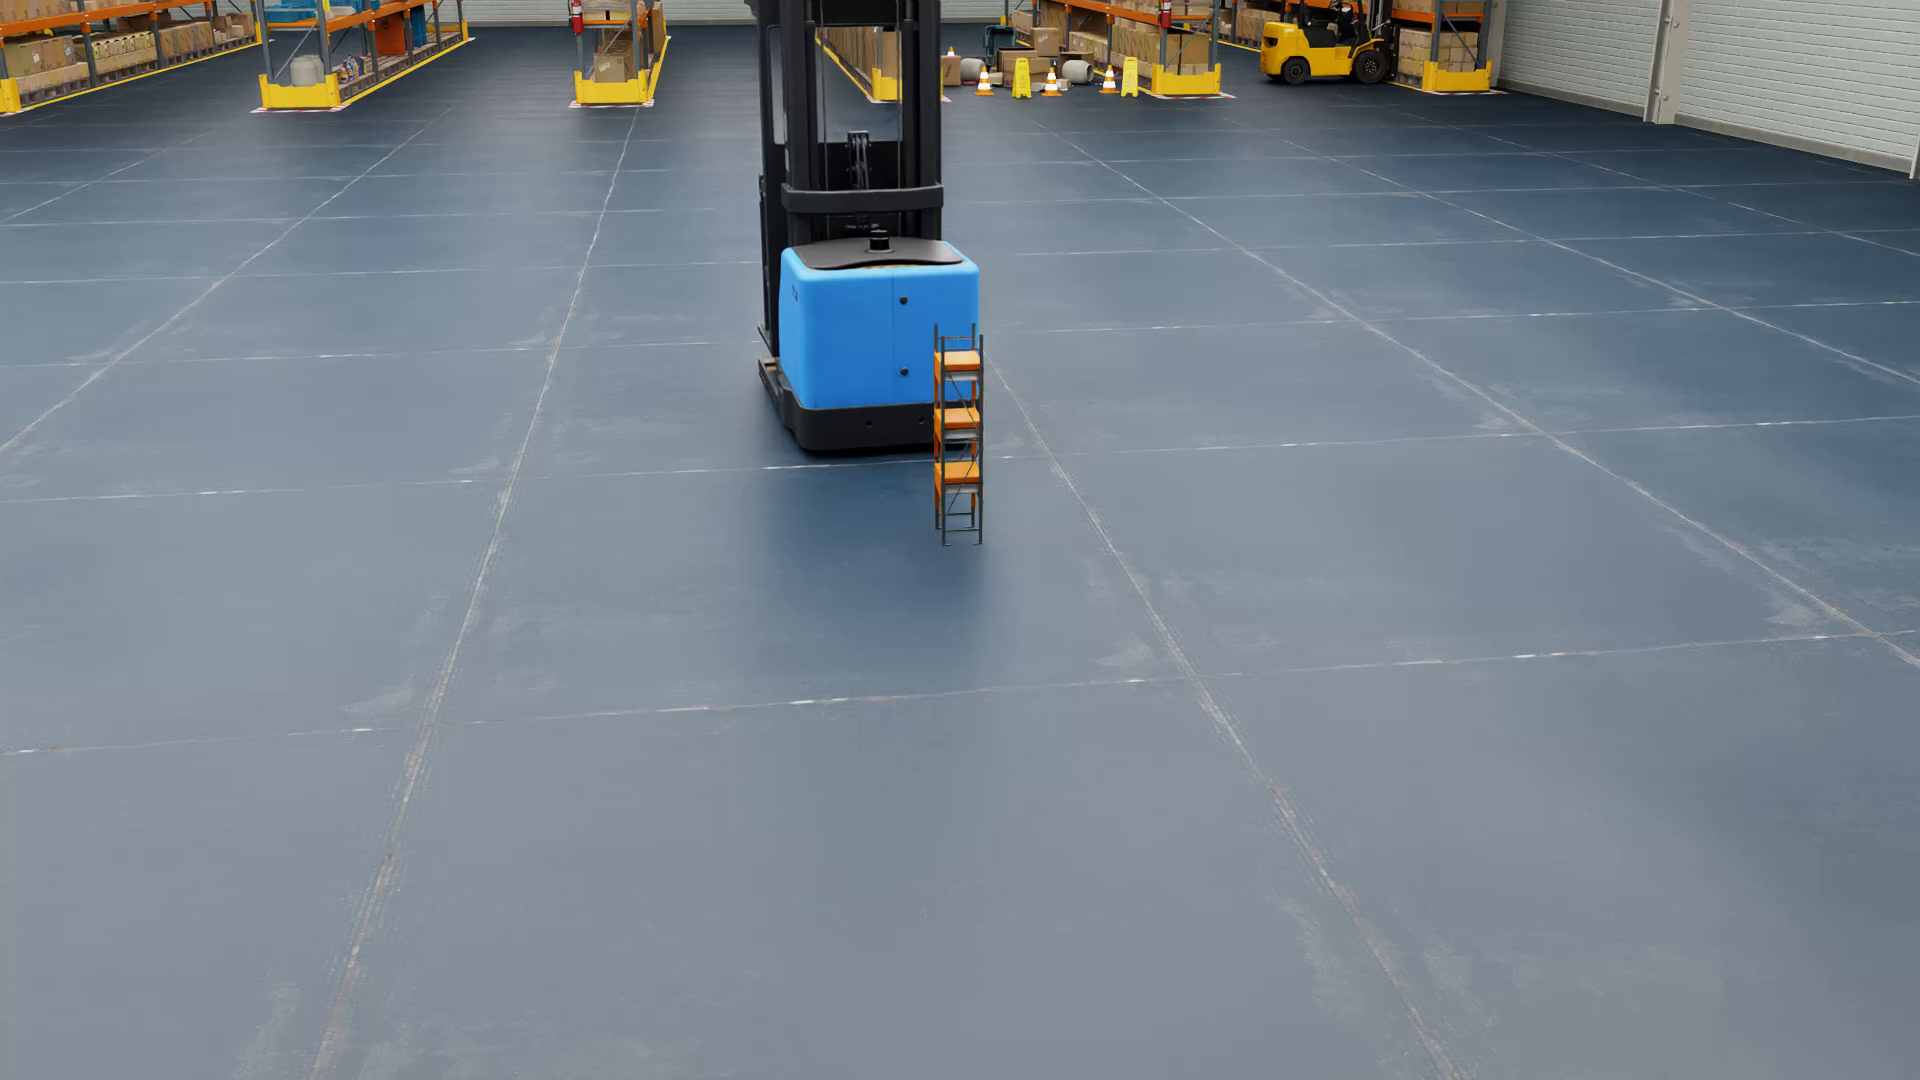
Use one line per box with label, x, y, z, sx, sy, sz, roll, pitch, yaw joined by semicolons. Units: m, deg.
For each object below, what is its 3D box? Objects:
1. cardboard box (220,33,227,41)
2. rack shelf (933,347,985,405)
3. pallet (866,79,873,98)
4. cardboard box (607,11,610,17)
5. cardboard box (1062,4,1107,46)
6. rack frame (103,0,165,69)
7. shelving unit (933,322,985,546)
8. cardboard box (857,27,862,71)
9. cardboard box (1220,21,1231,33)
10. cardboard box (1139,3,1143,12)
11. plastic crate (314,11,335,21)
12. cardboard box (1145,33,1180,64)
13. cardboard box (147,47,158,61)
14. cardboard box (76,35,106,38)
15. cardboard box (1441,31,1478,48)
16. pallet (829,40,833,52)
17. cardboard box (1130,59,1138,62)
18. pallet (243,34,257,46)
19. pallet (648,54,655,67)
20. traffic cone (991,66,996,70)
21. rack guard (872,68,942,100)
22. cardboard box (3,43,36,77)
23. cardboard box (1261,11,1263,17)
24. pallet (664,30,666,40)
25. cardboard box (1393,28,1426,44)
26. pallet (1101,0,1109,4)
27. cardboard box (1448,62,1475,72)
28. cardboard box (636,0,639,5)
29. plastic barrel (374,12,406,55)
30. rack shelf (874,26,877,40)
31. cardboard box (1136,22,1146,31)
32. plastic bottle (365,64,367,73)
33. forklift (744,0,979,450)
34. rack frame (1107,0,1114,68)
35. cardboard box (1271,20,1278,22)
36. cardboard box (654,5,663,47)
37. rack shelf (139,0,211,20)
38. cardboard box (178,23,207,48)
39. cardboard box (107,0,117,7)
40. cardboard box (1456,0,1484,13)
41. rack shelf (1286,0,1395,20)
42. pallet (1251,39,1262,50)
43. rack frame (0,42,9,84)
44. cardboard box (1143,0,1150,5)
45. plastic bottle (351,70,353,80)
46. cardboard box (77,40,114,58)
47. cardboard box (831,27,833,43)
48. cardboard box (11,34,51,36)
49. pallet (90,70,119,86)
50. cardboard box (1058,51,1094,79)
cardboard box;-17.341;-11.734;38.768;0.380;0.166;0.250;-3;21;-8
rack shelf;-0.008;-0.766;7.986;0.215;0.259;0.240;-3;21;-8
pallet;-1.096;-7.926;29.135;1.003;0.211;1.213;-3;21;-8
cardboard box;-6.210;-9.061;28.548;0.380;0.149;0.250;-3;21;-8
cardboard box;2.810;-11.458;37.044;0.875;0.875;0.875;-3;21;-8
rack frame;-16.783;-11.016;33.422;1.000;3.000;0.127;-3;21;-8
shelving unit;-0.008;-0.510;8.082;0.215;1.050;0.252;-3;21;-8
cardboard box;-1.459;-9.324;31.330;0.875;0.875;0.875;-3;21;-7
cardboard box;6.739;-12.868;41.689;0.396;0.266;0.258;-2;21;-6
cardboard box;3.461;-9.684;30.217;0.380;0.149;0.250;-3;21;-8
plastic crate;-10.538;-8.697;27.591;0.298;0.136;0.250;-3;21;-8
cardboard box;3.607;-8.768;29.662;0.500;0.500;0.500;-3;21;-7
cardboard box;-16.466;-9.754;33.375;0.500;0.250;0.500;-2;21;-6
cardboard box;-16.843;-9.633;32.248;0.500;0.311;0.500;-3;21;-9
cardboard box;9.009;-9.048;30.056;0.500;0.250;0.500;-3;21;-9
pallet;-2.520;-11.538;38.807;1.003;0.211;1.213;-3;21;-8
cardboard box;3.450;-8.779;30.765;0.500;0.250;0.500;-4;21;-10
pallet;-17.809;-12.177;40.517;1.003;0.211;1.213;-3;21;-8
pallet;-6.868;-9.937;34.520;1.003;0.211;1.213;-3;21;-8
traffic cone;0.808;-9.849;33.925;0.336;0.463;0.334;-3;21;-8
rack guard;-0.900;-7.780;28.332;1.175;0.500;0.348;-3;21;-8
cardboard box;-15.561;-7.875;27.273;0.500;0.500;0.500;-3;21;-8
cardboard box;7.268;-12.301;38.910;0.380;0.149;0.250;-3;21;-8
pallet;-7.940;-12.704;41.930;1.003;0.211;1.213;-3;21;-8
cardboard box;8.354;-9.367;30.909;0.500;0.250;0.500;-3;21;-7
pallet;3.437;-10.811;33.148;1.003;0.211;1.213;-3;21;-8
cardboard box;9.014;-8.584;30.242;0.500;0.250;0.500;-3;21;-8
cardboard box;-6.190;-9.813;29.635;0.875;0.500;0.500;-3;21;-8
plastic barrel;-11.968;-10.613;34.845;0.600;0.830;0.708;-3;21;-8
rack shelf;-1.192;-9.315;29.896;1.077;0.370;4.000;-3;21;-8
cardboard box;3.418;-9.374;30.358;0.380;0.149;0.250;-2;21;-5
plastic bottle;-10.944;-8.664;30.498;0.097;0.201;0.097;0;20;0
forklift;-0.711;-2.359;10.342;1.130;2.935;3.031;-5;21;-12
rack frame;3.404;-10.629;32.387;1.000;3.000;0.127;-3;21;-8
cardboard box;7.403;-11.600;37.961;0.500;0.500;0.500;-3;21;-9
cardboard box;-7.179;-11.264;36.525;1.225;0.875;0.875;-3;21;-8
rack shelf;-17.071;-11.371;35.402;1.077;0.370;4.000;-3;21;-8
cardboard box;-16.942;-11.108;36.612;0.500;0.500;0.500;-3;21;-8
cardboard box;-16.525;-10.482;31.851;0.500;0.500;0.500;-4;21;-11
cardboard box;9.095;-9.728;29.832;0.500;0.500;0.500;-2;21;-6
rack shelf;8.027;-11.236;35.040;1.077;0.370;4.000;-3;21;-8
pallet;7.495;-11.641;39.082;1.003;0.211;1.213;-3;21;-8
rack frame;-15.630;-8.246;26.006;1.000;3.000;0.127;-3;21;-8
cardboard box;3.562;-9.778;29.540;0.500;0.500;0.500;-3;21;-8
plastic bottle;-10.759;-8.220;29.309;0.097;0.201;0.097;0;20;0
cardboard box;-16.086;-9.131;30.905;0.500;0.311;0.500;-3;21;-8
cardboard box;-2.711;-11.687;38.193;0.500;0.500;0.500;-2;21;-5
cardboard box;-16.449;-8.714;29.518;0.500;0.500;0.500;-3;21;-8
pallet;-16.351;-8.577;30.880;1.003;0.211;1.213;-3;21;-8
cardboard box;2.212;-9.019;31.647;0.500;0.500;0.500;12;24;29
